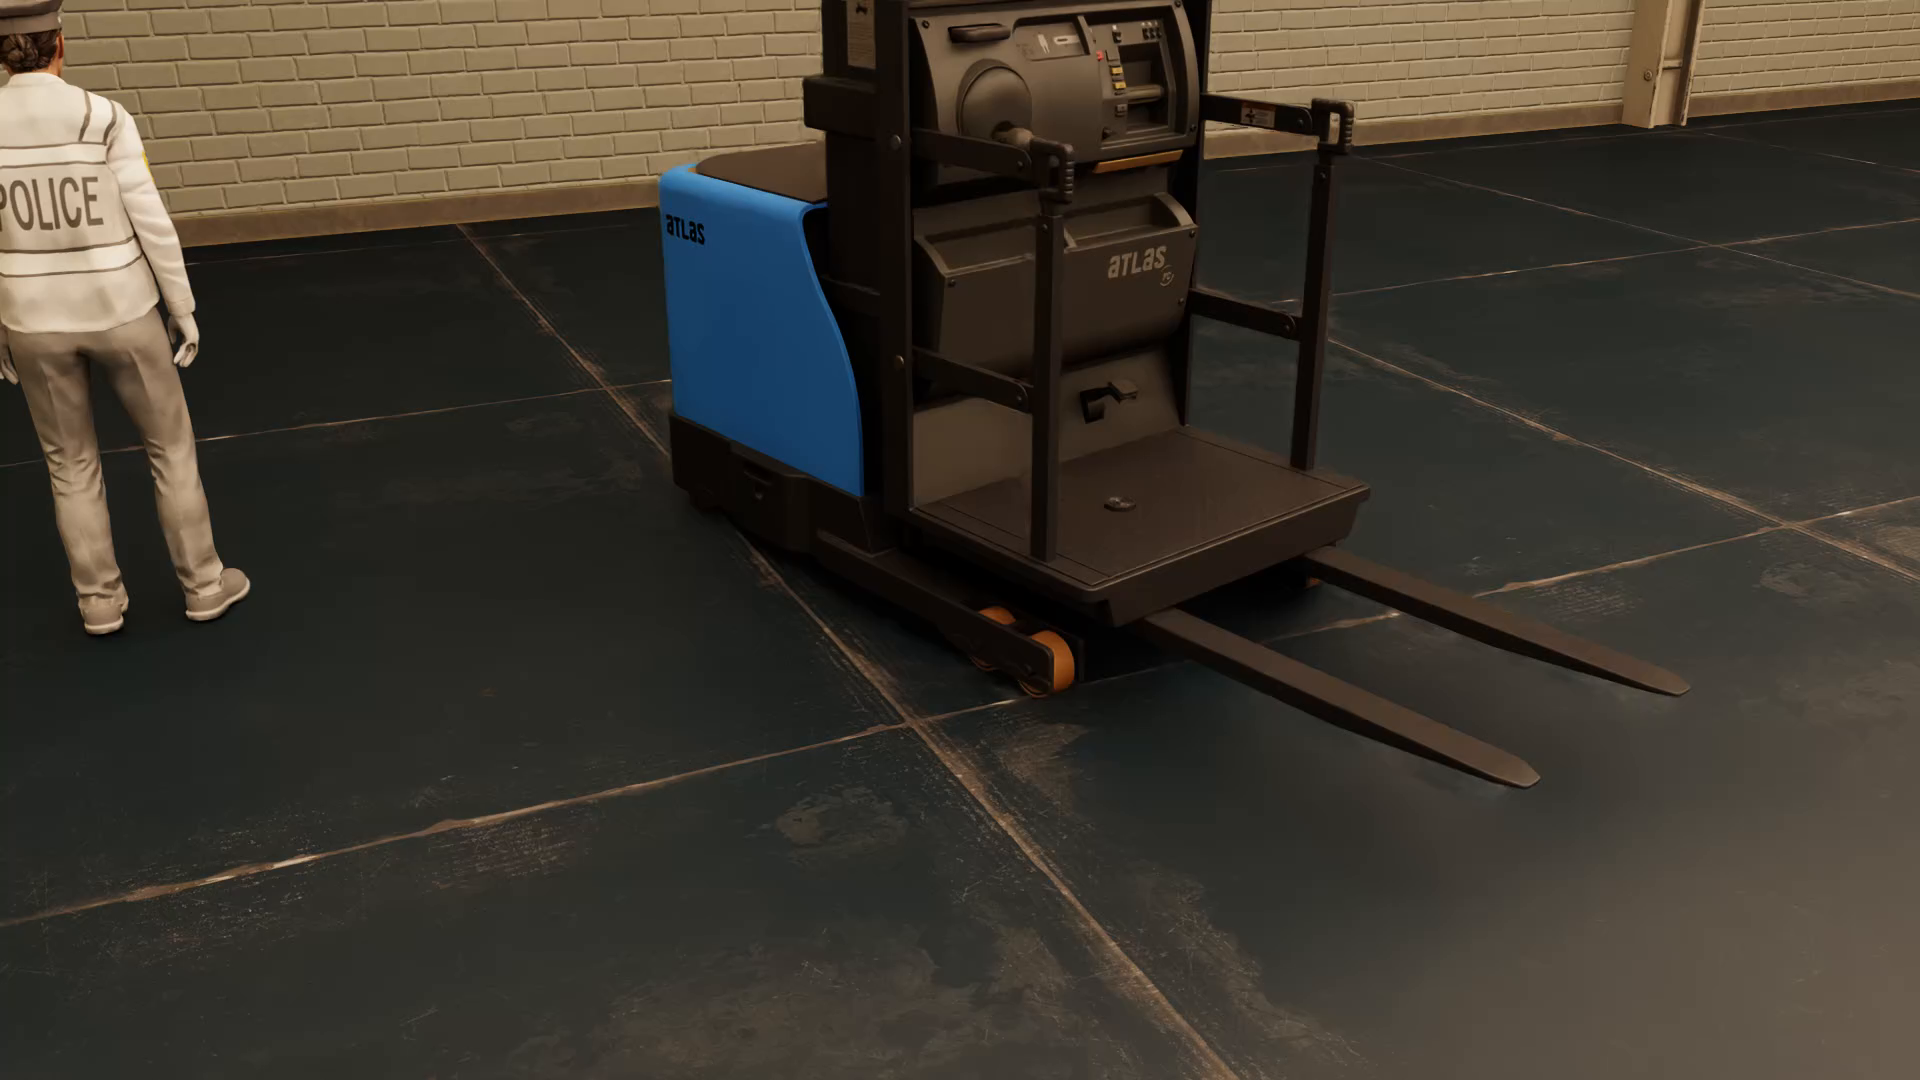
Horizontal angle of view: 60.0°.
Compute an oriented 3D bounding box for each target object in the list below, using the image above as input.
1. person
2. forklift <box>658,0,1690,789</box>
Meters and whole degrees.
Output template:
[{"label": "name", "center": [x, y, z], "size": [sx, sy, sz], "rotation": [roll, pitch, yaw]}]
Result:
[{"label": "person", "center": [-2.249, -0.555, 4.280], "size": [0.530, 1.662, 0.376], "rotation": [-7, 23, -16]}, {"label": "forklift", "center": [0.407, -1.177, 4.119], "size": [1.130, 2.935, 3.031], "rotation": [-18, 29, -37]}]
